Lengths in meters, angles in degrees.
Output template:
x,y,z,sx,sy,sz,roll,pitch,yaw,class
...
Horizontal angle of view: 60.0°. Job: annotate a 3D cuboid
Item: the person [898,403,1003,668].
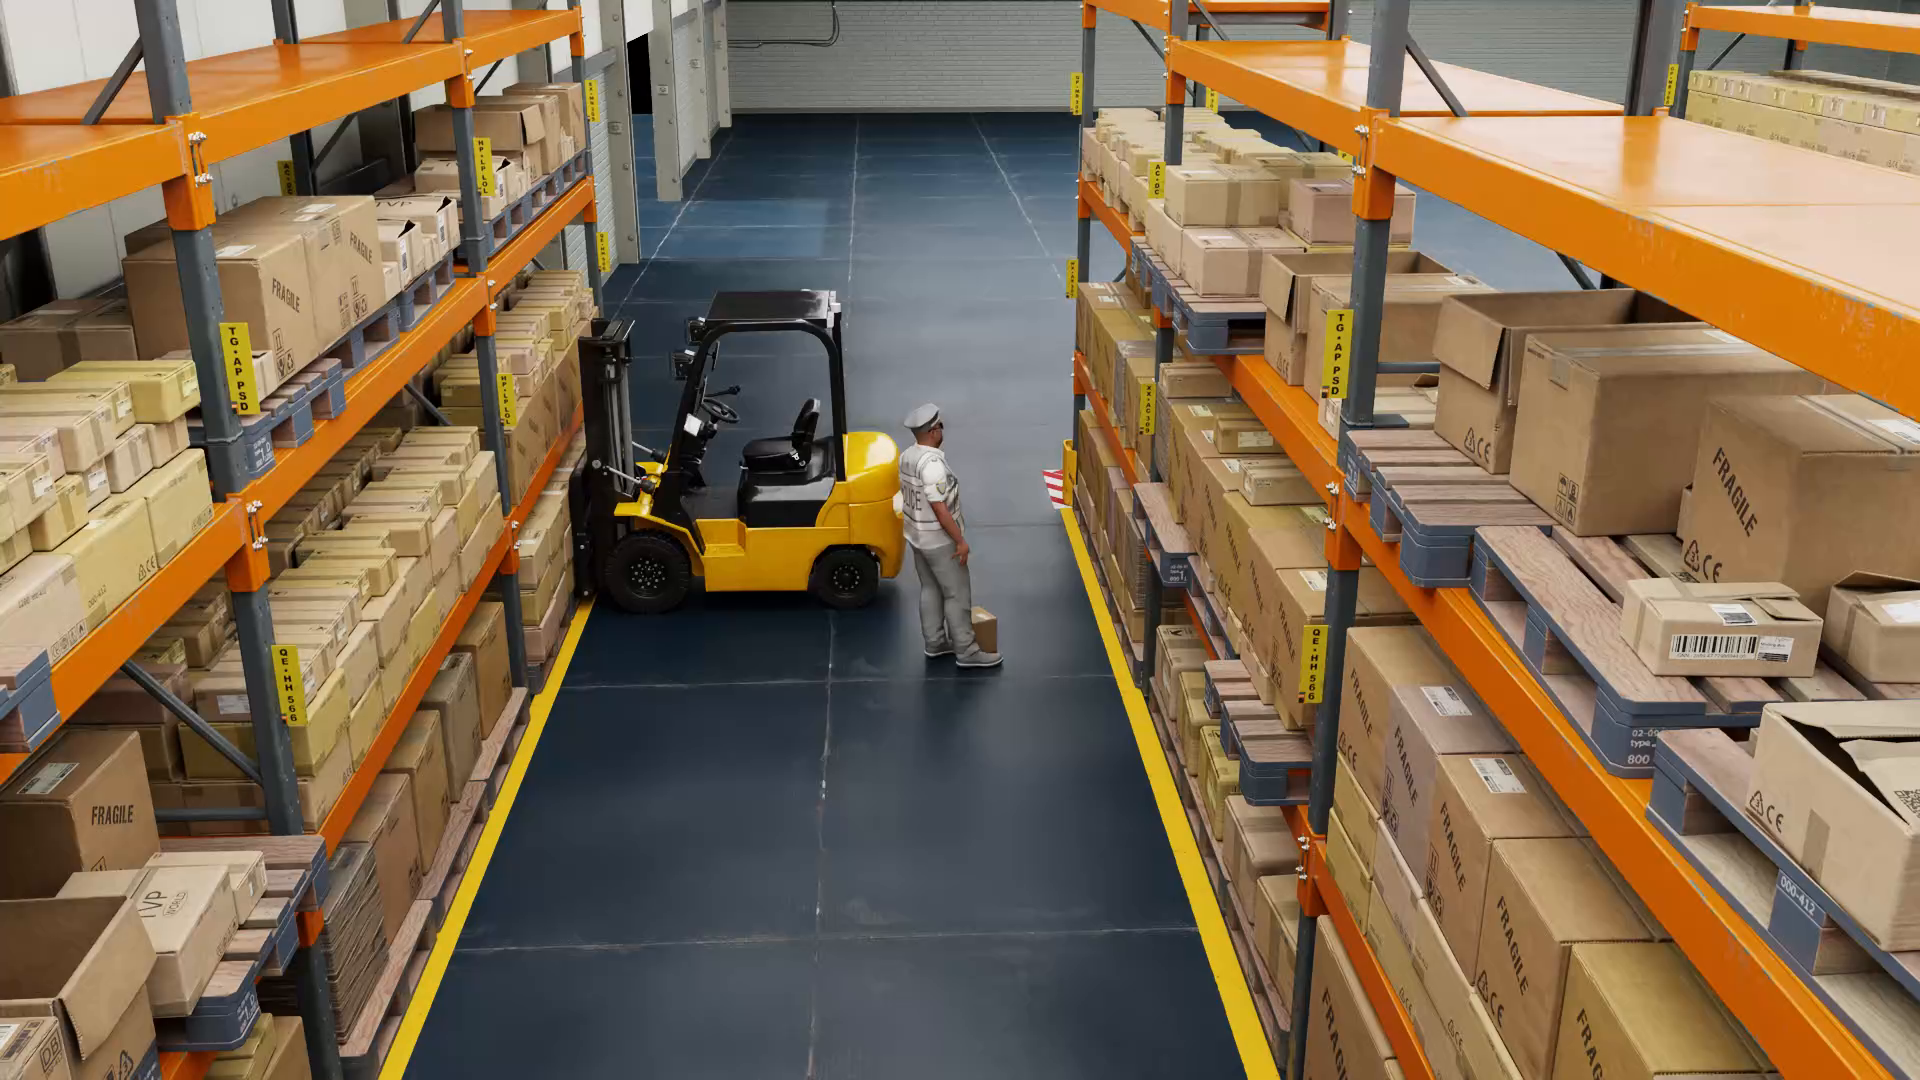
x,y,z,sx,sy,sz,roll,pitch,yaw,class
-0.086,-0.044,11.117,0.574,1.780,0.640,-10,23,-26,person
